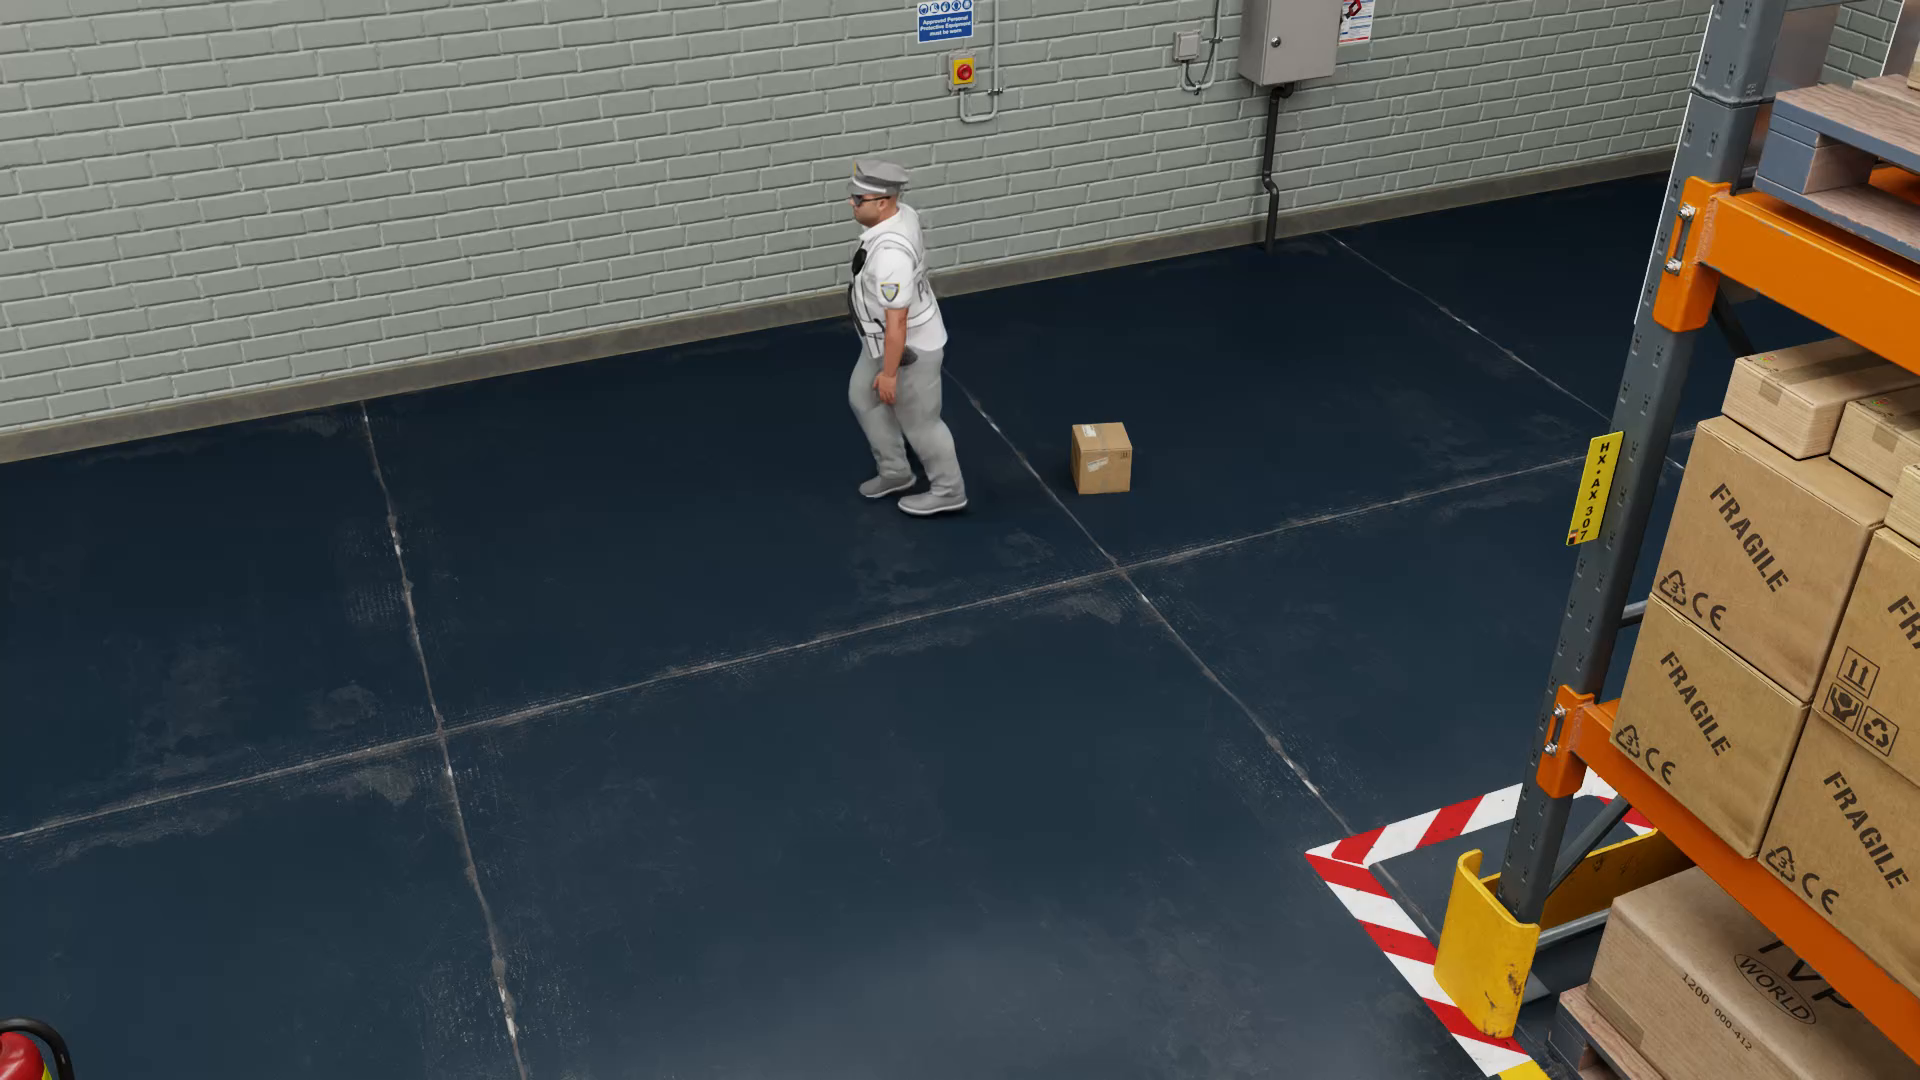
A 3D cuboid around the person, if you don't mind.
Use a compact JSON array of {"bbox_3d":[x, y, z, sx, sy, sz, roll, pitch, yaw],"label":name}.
[{"bbox_3d":[-0.240,-0.859,7.450,0.536,1.792,0.568,-3,33,-5],"label":"person"}]
